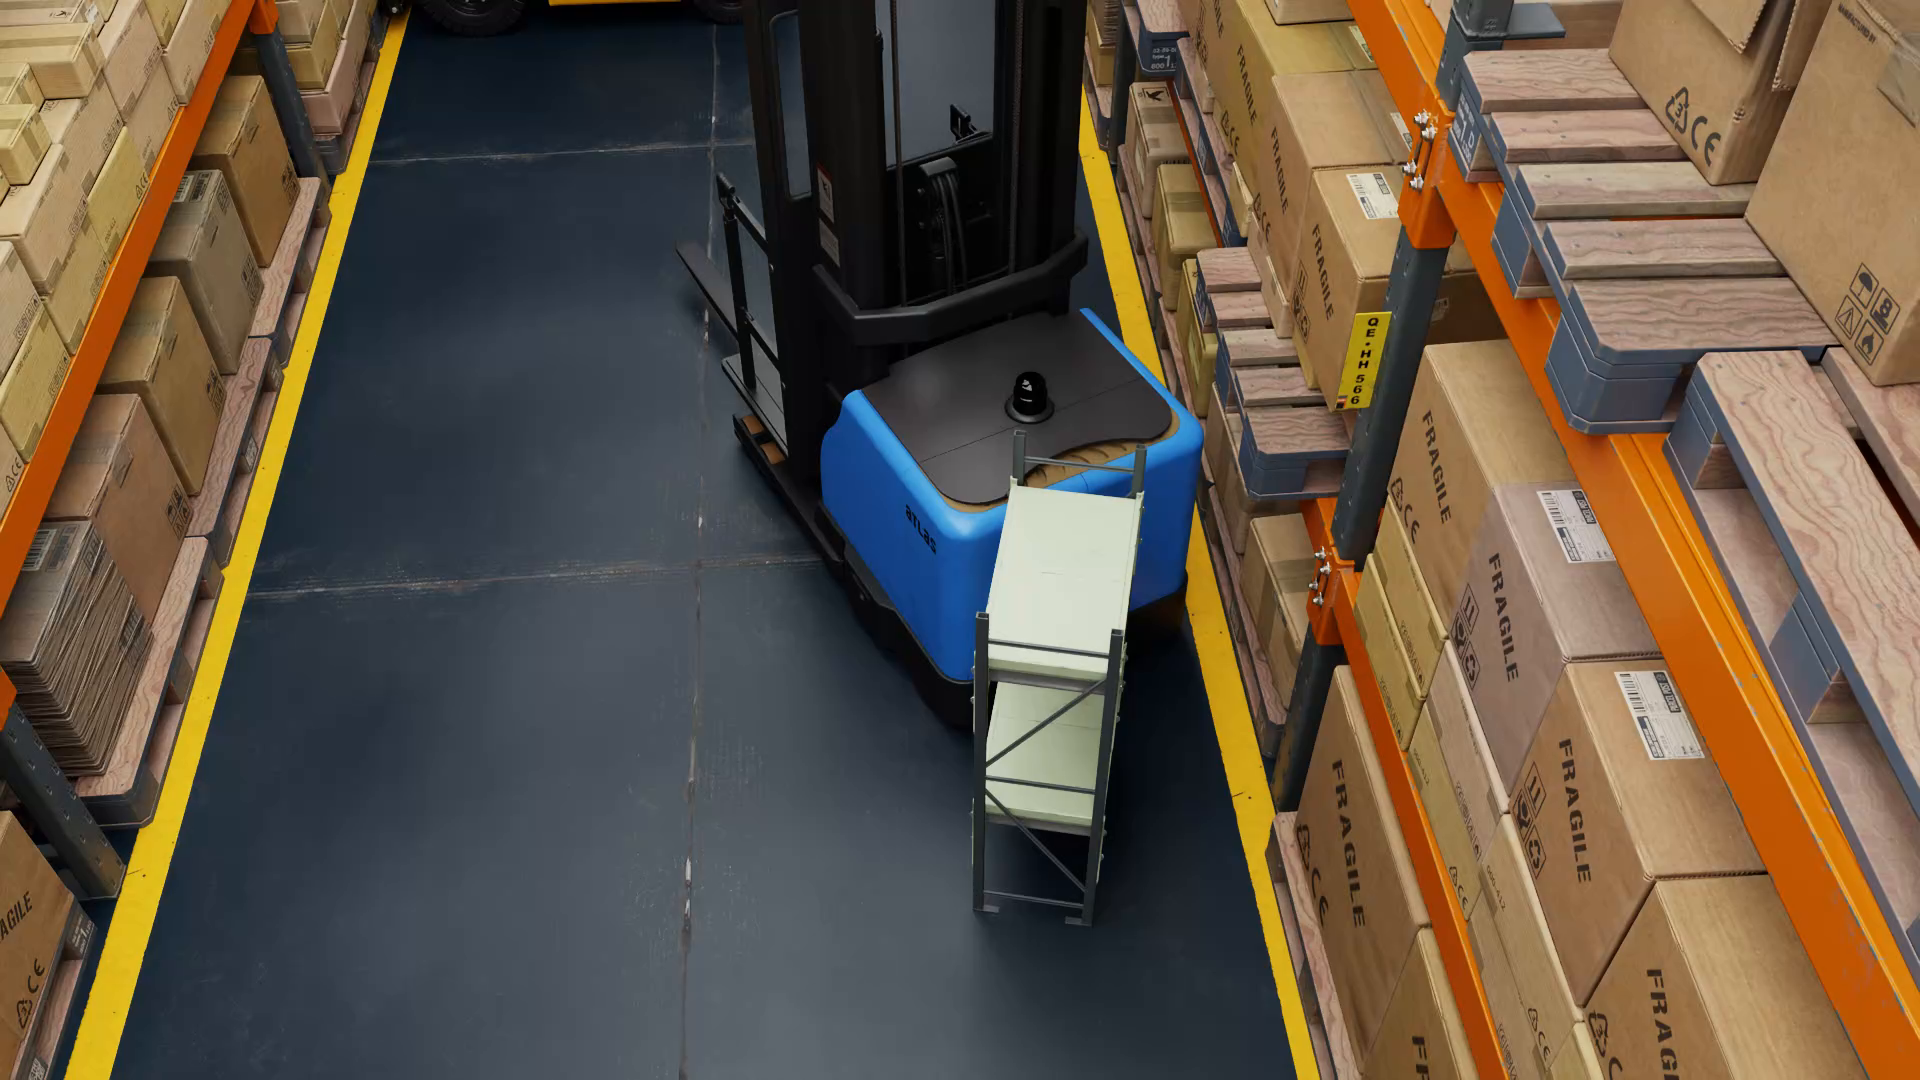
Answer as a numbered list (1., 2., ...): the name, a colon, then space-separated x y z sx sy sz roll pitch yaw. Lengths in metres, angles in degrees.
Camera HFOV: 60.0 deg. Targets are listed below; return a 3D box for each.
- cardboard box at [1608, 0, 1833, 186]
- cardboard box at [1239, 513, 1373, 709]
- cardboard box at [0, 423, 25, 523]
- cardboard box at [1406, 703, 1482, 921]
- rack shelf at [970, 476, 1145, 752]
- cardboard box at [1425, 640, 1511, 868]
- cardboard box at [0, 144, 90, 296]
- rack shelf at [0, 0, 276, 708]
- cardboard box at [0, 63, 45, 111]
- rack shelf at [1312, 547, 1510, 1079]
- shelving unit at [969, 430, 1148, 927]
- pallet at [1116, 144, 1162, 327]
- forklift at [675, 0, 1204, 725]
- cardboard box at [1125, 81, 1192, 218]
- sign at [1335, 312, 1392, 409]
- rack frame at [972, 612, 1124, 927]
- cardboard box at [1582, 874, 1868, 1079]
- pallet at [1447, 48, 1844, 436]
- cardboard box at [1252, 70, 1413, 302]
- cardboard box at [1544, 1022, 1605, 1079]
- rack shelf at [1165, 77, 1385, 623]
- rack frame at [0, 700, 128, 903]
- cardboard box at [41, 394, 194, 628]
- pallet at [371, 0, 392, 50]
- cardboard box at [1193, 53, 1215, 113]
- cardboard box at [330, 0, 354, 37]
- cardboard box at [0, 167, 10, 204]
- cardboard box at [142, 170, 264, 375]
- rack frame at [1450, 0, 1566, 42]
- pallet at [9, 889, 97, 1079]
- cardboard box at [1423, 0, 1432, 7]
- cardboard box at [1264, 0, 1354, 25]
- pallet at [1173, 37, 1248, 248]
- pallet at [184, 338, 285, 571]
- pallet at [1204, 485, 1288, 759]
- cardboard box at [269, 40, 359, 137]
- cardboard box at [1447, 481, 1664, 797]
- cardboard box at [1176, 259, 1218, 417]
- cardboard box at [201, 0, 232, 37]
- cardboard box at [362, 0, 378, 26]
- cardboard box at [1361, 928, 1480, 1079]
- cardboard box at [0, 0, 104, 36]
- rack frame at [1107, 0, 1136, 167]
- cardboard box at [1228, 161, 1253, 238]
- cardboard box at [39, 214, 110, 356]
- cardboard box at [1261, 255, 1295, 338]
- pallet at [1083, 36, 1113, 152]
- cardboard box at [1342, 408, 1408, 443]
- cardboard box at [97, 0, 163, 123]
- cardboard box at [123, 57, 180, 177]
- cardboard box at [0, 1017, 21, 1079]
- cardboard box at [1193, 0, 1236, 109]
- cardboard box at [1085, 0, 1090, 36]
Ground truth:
1. cardboard box: 1.788 -1.087 3.287 0.797 0.503 0.637 -6 47 -6
2. cardboard box: 1.568 0.211 6.005 0.950 0.372 0.625 -6 47 -6
3. cardboard box: -3.134 -0.119 4.900 0.500 0.250 0.500 -3 47 -3
4. cardboard box: 1.456 0.652 4.170 0.500 0.250 0.500 -5 47 -4
5. rack shelf: 0.301 0.210 4.980 0.431 0.370 0.720 7 47 6
6. cardboard box: 1.444 0.496 3.973 0.500 0.250 0.500 -2 47 -2
7. cardboard box: -3.201 -1.033 5.421 0.500 0.250 0.500 -5 47 -4
8. rack shelf: -3.508 -1.034 6.159 1.077 0.370 4.000 -3 47 -3
9. cardboard box: -3.310 -1.456 5.548 0.380 0.149 0.250 -3 47 -3
10. rack shelf: 1.773 1.555 3.707 1.077 0.370 4.000 -3 47 -3
11. shelving unit: 0.301 0.479 5.264 0.431 1.500 0.755 7 47 6
12. pallet: 1.337 -1.511 8.036 1.003 0.211 1.213 -3 47 -3
13. forklift: -0.304 -1.407 6.063 1.130 2.935 3.031 -22 50 -19
14. cardboard box: 1.317 -1.895 7.999 0.950 0.372 0.625 -3 47 -3
15. sign: 1.066 -0.470 4.387 0.100 0.325 0.005 -3 47 -3
16. rack frame: 0.241 0.741 5.015 0.400 1.500 0.023 7 47 6
17. cardboard box: 1.521 0.953 3.024 0.500 0.500 0.500 -3 47 -3
18. pallet: 1.712 -0.643 3.357 1.213 0.211 1.003 -2 47 -1
19. cardboard box: 1.236 -1.106 5.168 0.500 0.500 0.500 -4 47 -4
20. cardboard box: 1.503 1.225 3.283 0.500 0.250 0.500 -3 47 -3
21. rack shelf: 1.438 -1.339 6.448 1.077 0.370 4.000 -3 47 -3
22. rack frame: -3.340 0.165 4.528 1.000 3.000 0.127 -3 47 -3
23. cardboard box: -3.441 -0.087 6.113 0.875 0.625 0.625 -2 47 -2
24. pallet: -3.805 -3.233 9.666 1.003 0.211 1.213 -3 47 -3
25. cardboard box: 1.084 -1.727 6.204 0.380 0.149 0.250 -2 47 -2
26. cardboard box: -3.452 -2.833 8.627 0.500 0.250 0.500 -4 47 -4
27. cardboard box: -3.230 -1.087 5.197 0.380 0.149 0.250 -3 47 -3
28. cardboard box: -3.563 -1.118 7.089 0.875 0.625 0.625 -4 47 -4
29. rack frame: 1.606 -2.202 2.638 1.000 3.000 0.127 -3 47 -3
30. pallet: -3.316 1.667 5.026 1.003 0.211 1.213 -3 47 -3
31. cardboard box: 1.341 -1.479 4.192 0.380 0.149 0.250 -3 47 -3
32. cardboard box: 1.188 -1.810 5.388 0.380 0.149 0.250 -6 47 -5
33. pallet: 1.399 -1.503 6.240 1.003 0.211 1.213 -3 47 -3
34. pallet: -3.469 -0.355 6.940 1.003 0.211 1.213 -3 47 -3
35. pallet: 1.542 0.254 6.364 1.003 0.211 1.213 -3 47 -3
36. cardboard box: -3.386 -2.298 8.465 0.500 0.250 0.500 -3 47 -3
37. cardboard box: 1.454 0.213 3.725 0.500 0.500 0.500 -3 47 -3
38. cardboard box: 1.441 -0.872 7.030 0.950 0.372 0.625 -2 47 -2
39. cardboard box: -3.372 -2.329 6.993 0.500 0.250 0.500 -3 47 -2
40. cardboard box: -3.502 -3.035 9.163 0.500 0.250 0.500 -3 47 -3
41. cardboard box: 1.651 1.597 4.345 0.875 0.875 0.875 -3 47 -3
42. cardboard box: -3.289 -1.830 5.901 0.380 0.149 0.250 -3 47 -3
43. rack frame: 1.271 -3.033 7.557 1.000 3.000 0.127 -3 47 -3
44. cardboard box: 1.133 -1.170 5.676 0.380 0.149 0.250 -3 47 -3
45. cardboard box: -3.221 -0.856 5.598 0.500 0.250 0.500 -5 47 -5
46. cardboard box: 1.183 -0.789 5.315 0.380 0.149 0.250 -4 47 -4
47. pallet: 1.179 -2.558 9.027 1.003 0.211 1.213 -3 47 -3
48. cardboard box: 1.344 -0.420 4.966 0.380 0.149 0.250 -2 47 -2
49. cardboard box: -3.292 -1.767 6.117 0.500 0.250 0.500 -3 47 -3
50. cardboard box: -3.314 -1.604 6.306 0.500 0.250 0.500 -3 47 -3
51. cardboard box: -3.059 1.536 4.662 0.500 0.500 0.500 -4 47 -4
52. cardboard box: 1.148 -1.866 5.888 0.500 0.500 0.500 -5 47 -5
53. cardboard box: 0.899 -3.028 9.157 0.500 0.250 0.500 -5 47 -4
